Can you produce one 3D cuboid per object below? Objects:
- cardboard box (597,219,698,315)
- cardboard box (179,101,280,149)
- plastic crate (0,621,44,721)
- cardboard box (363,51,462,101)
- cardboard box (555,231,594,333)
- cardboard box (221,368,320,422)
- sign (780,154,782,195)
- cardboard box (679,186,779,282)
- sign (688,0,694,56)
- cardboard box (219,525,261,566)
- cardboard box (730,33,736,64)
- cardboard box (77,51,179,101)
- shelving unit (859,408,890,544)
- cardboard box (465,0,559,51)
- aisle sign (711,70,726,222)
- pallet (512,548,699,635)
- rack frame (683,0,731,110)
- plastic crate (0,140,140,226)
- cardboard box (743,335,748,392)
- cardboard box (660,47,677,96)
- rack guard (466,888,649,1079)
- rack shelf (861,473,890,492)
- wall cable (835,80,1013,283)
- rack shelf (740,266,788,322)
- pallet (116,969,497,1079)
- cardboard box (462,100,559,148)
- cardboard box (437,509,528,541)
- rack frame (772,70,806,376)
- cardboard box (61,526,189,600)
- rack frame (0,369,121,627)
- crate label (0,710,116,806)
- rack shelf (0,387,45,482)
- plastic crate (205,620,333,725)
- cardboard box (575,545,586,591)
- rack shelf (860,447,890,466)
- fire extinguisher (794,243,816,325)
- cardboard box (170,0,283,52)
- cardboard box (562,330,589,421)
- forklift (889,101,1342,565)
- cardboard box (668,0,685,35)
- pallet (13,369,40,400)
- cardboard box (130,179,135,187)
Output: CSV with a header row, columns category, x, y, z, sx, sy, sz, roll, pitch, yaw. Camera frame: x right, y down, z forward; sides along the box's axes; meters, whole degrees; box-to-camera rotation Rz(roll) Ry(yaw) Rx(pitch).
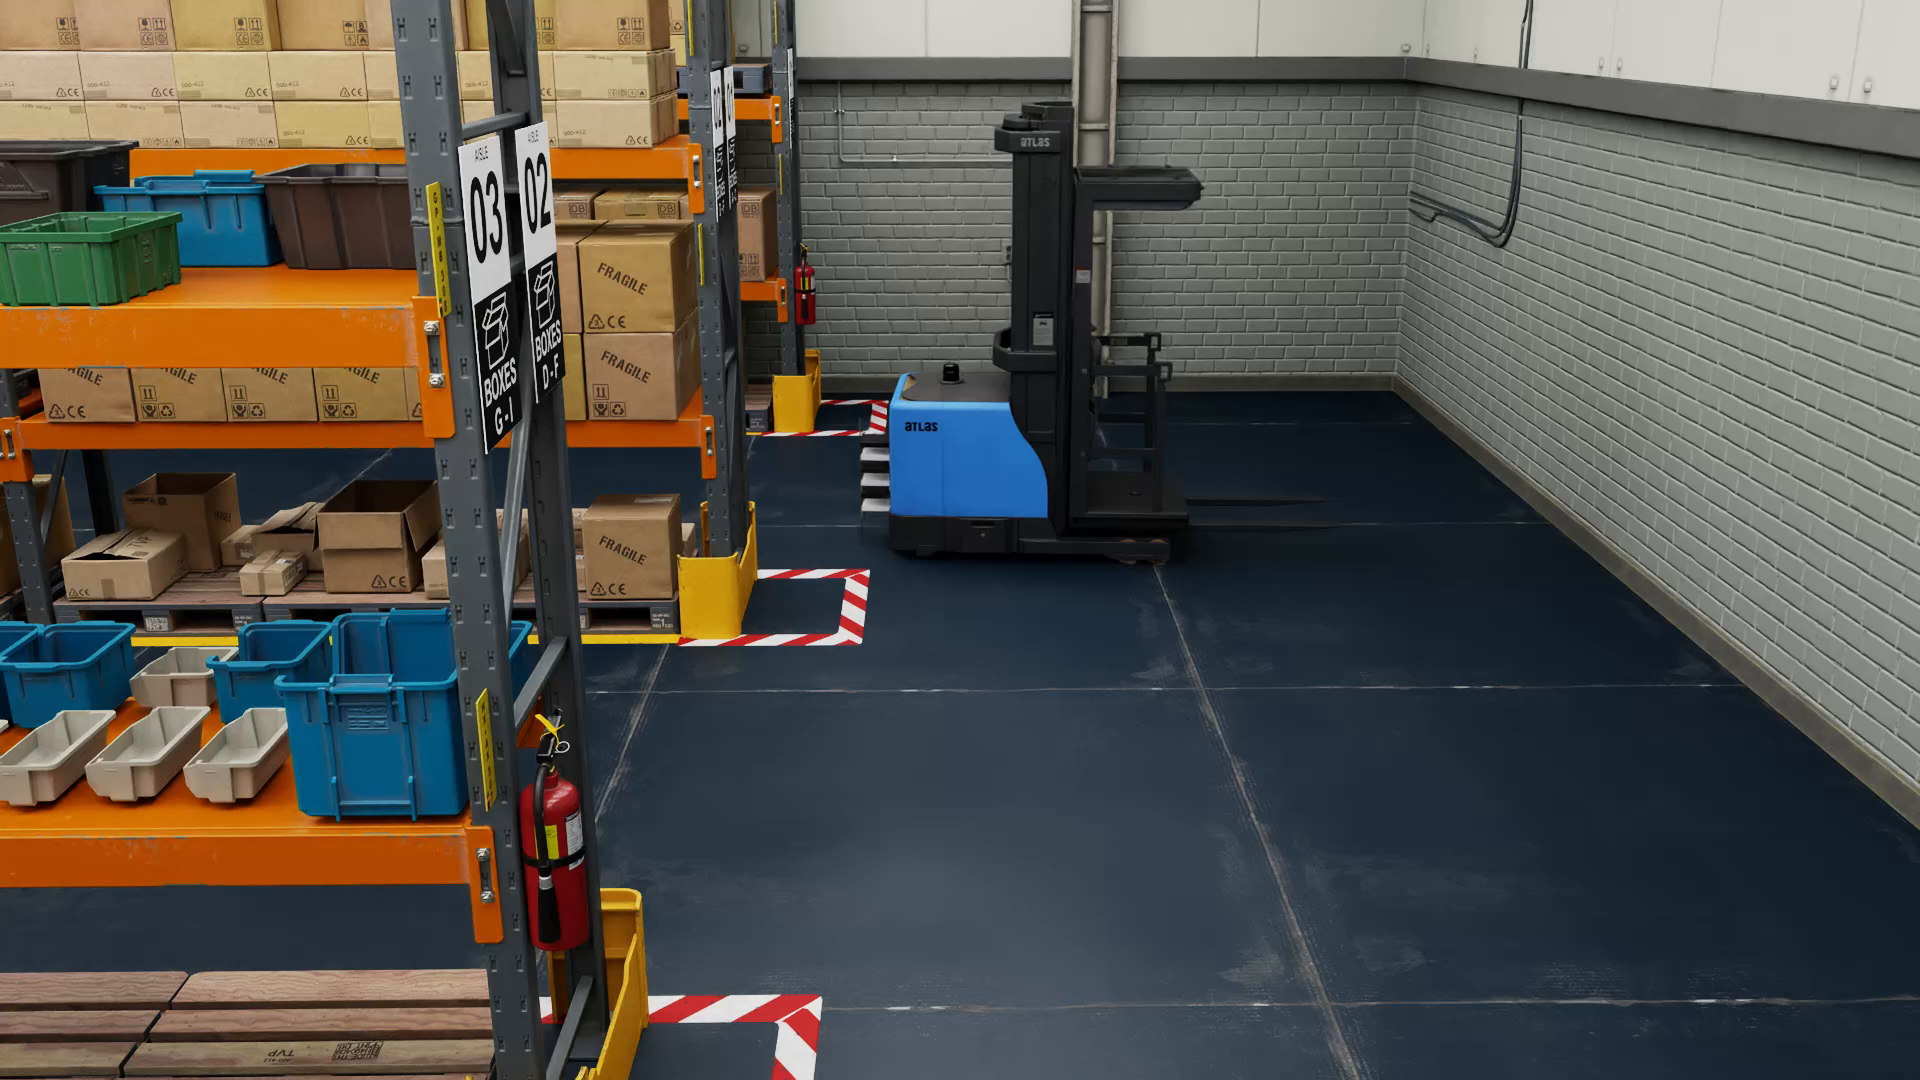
category,x,y,z,sx,sy,sz,roll,pitch,yaw
cardboard box,-1.848,-1.628,9.910,0.500,0.500,0.500,0,18,1
cardboard box,-3.909,-2.293,9.120,0.500,0.250,0.500,0,18,-1
plastic crate,-3.194,0.447,5.419,0.300,0.233,0.416,0,18,-1
cardboard box,-2.910,-2.536,9.060,0.500,0.250,0.500,0,18,-1
cardboard box,-2.346,-1.460,9.389,0.500,0.500,0.500,0,18,1
cardboard box,-3.873,-0.978,9.522,0.500,0.500,0.500,0,18,-1
sign,-1.487,-3.037,13.820,0.005,0.325,0.100,0,18,-1
cardboard box,-1.992,-2.676,14.487,0.700,0.700,0.980,1,18,2
sign,-1.411,-2.706,8.711,0.005,0.325,0.100,0,18,-1
cardboard box,-4.460,0.032,10.483,0.250,0.149,0.380,0,18,-1
cardboard box,-2.216,-4.214,14.258,0.500,0.250,0.500,1,18,2
cardboard box,-4.409,-2.531,9.042,0.500,0.250,0.500,0,18,-1
shelving unit,-0.571,-0.437,11.438,0.210,0.900,0.258,1,18,2
cardboard box,-2.415,-2.993,9.257,0.500,0.500,0.700,0,18,-1
aisle sign,-1.327,-2.170,9.146,0.004,0.787,0.394,0,18,-1
pallet,-2.273,0.307,10.245,1.213,0.211,1.003,0,18,-1
rack frame,-1.400,-3.882,8.917,0.127,3.000,1.000,0,18,-1
plastic crate,-2.857,-0.988,4.907,0.767,0.338,0.504,0,18,-1
cardboard box,-2.180,-1.514,14.762,0.500,0.500,0.700,0,18,-1
cardboard box,-1.918,-2.697,9.562,0.500,0.250,0.500,0,18,-1
rack guard,-1.302,1.674,5.512,0.348,0.500,1.175,0,18,-1
rack shelf,-0.571,-0.406,11.448,0.200,0.077,0.258,1,18,2
wall cable,-0.217,-3.317,15.314,1.851,1.984,0.084,0,18,-1
rack shelf,-3.482,-2.186,14.630,4.000,0.370,1.077,0,18,-1
pallet,-2.151,1.807,5.568,1.213,0.211,1.003,0,18,-1
cardboard box,-2.410,-2.300,9.142,0.500,0.250,0.500,0,18,-1
cardboard box,-2.948,-0.005,10.433,0.500,0.250,0.500,0,18,-1
rack frame,-1.482,-2.538,14.550,0.127,3.000,1.000,0,18,-1
cardboard box,-4.976,0.129,9.917,0.500,0.311,0.500,0,18,-1
rack frame,-5.399,-1.006,9.773,0.127,3.000,1.000,0,18,-1
crate label,-2.706,0.649,4.946,0.243,0.136,0.396,0,18,-1
rack shelf,-7.399,-0.654,9.853,4.000,0.370,1.077,0,18,-1
plastic crate,-2.236,0.442,5.434,0.300,0.233,0.416,0,18,-1
cardboard box,-2.346,0.167,10.036,0.250,0.166,0.380,0,18,-1
rack shelf,-0.571,-0.577,11.393,0.200,0.077,0.258,1,18,2
fire extinguisher,-1.324,-2.184,14.181,0.183,0.674,0.296,0,18,-1
cardboard box,-3.912,-2.936,9.077,0.500,0.500,0.700,0,18,-1
cardboard box,-2.362,-0.984,9.541,0.500,0.500,0.500,0,18,0
forklift,1.055,-1.398,11.106,3.031,2.935,1.130,1,18,2
cardboard box,-2.209,-4.413,13.650,0.500,0.500,0.500,0,18,-1
pallet,-6.200,-0.944,9.895,1.213,0.211,1.003,0,18,-1
cardboard box,-6.966,-2.993,14.055,0.500,0.250,0.500,0,18,0
